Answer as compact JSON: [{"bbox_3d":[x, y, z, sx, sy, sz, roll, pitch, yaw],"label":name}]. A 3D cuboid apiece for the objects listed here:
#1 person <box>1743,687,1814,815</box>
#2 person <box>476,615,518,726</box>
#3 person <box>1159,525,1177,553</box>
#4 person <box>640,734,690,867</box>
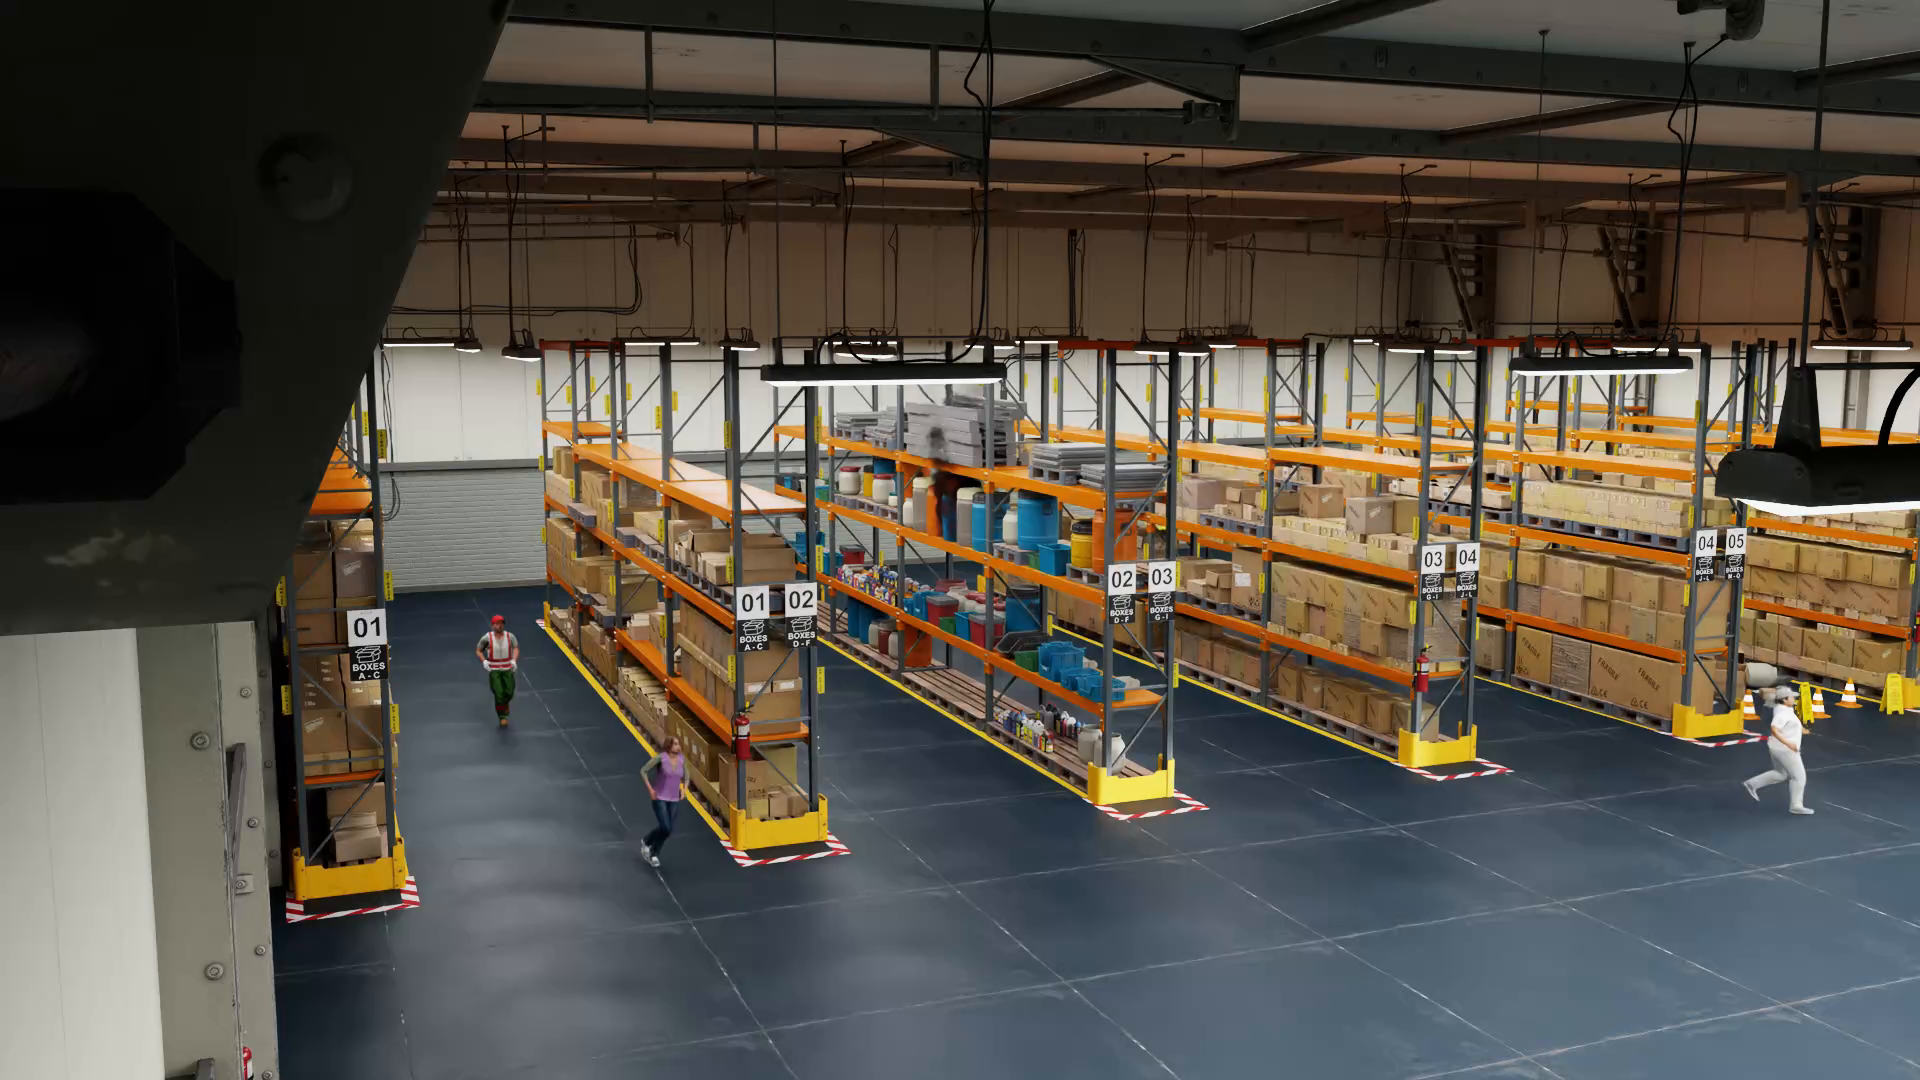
[{"bbox_3d":[10.667,2.720,21.591,0.842,1.636,0.621,2,8,17],"label":"person"},{"bbox_3d":[-7.316,2.045,26.348,0.666,1.751,0.596,-4,8,-25],"label":"person"},{"bbox_3d":[4.643,0.522,37.984,0.679,1.757,0.688,-2,8,-16],"label":"person"},{"bbox_3d":[-3.413,3.053,19.493,0.567,1.525,0.493,-6,10,-40],"label":"person"}]
